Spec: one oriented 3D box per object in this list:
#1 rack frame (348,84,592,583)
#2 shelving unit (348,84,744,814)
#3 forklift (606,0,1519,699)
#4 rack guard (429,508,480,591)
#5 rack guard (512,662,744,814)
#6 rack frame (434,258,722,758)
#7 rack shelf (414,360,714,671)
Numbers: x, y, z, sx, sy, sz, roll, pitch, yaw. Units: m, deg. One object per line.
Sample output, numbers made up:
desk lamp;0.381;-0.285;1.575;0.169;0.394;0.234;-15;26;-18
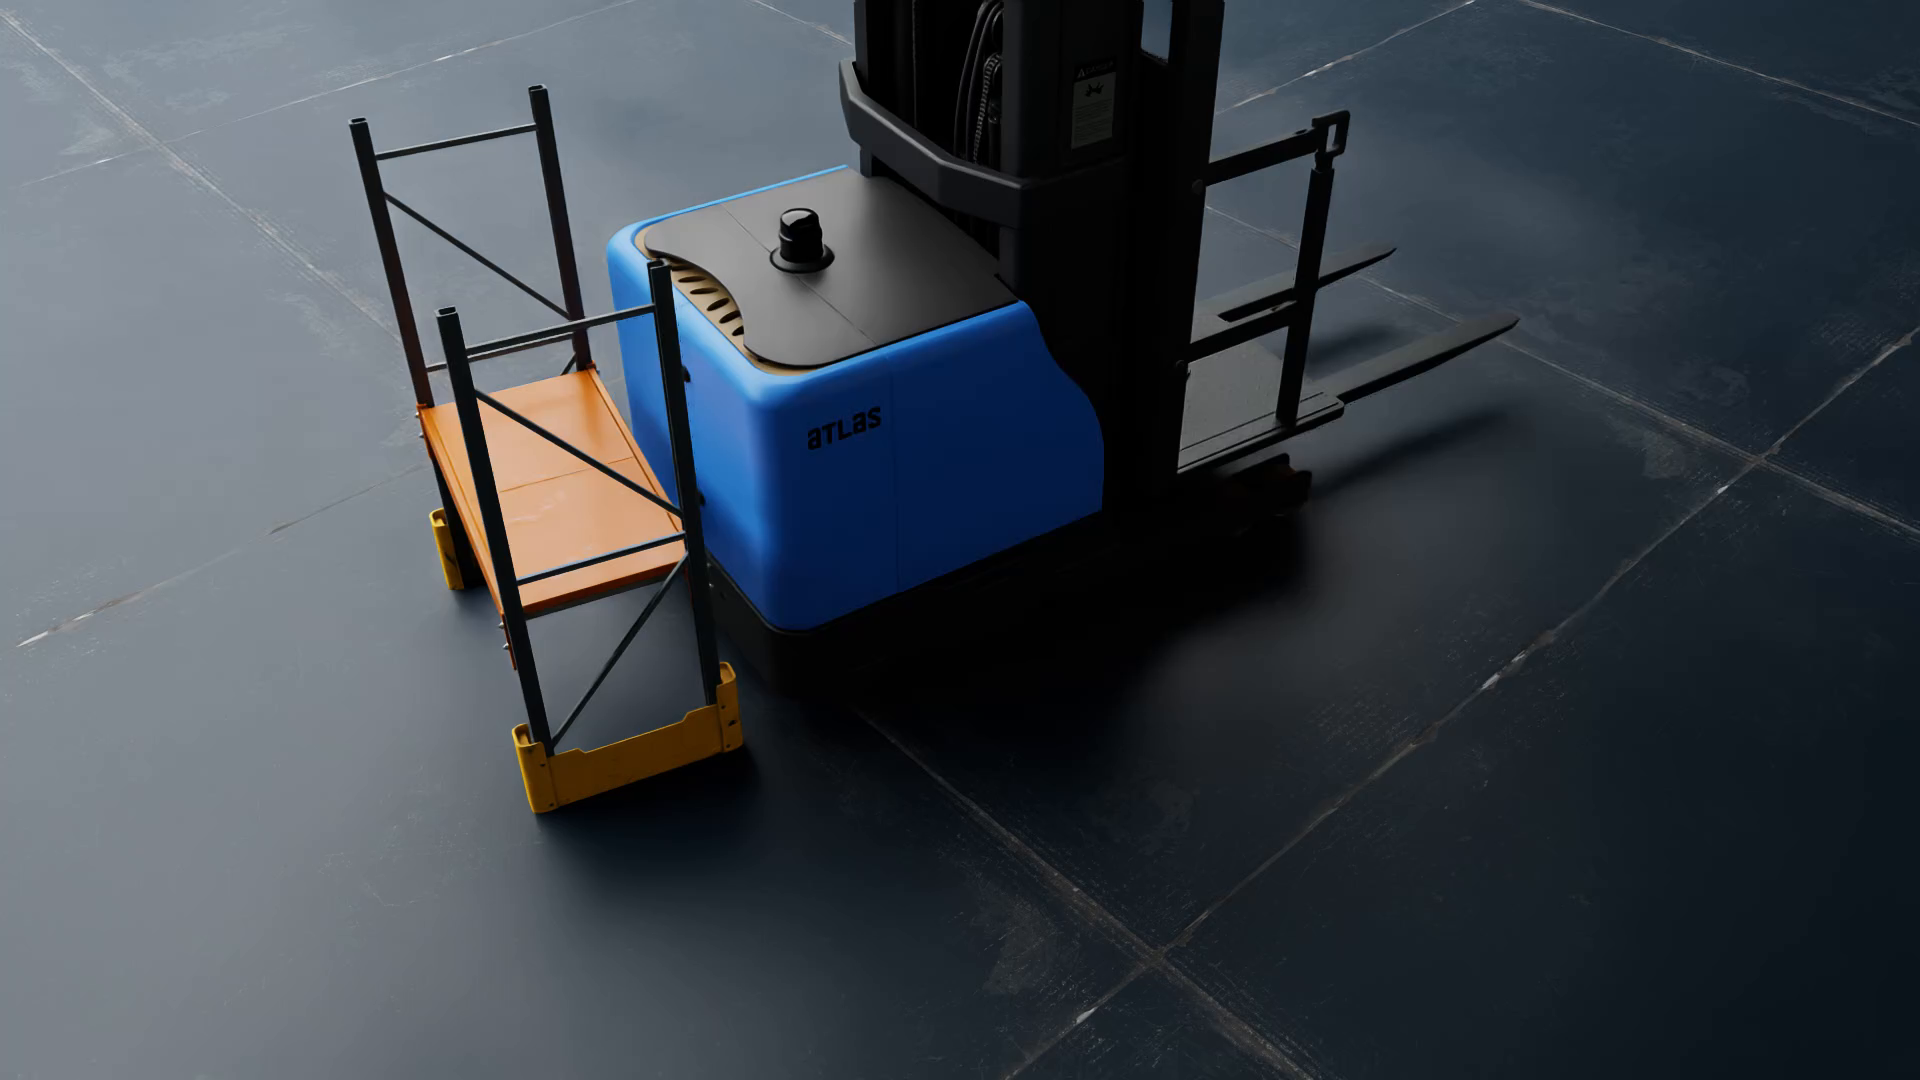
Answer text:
rack frame;-1.303;-0.529;4.711;0.500;1.500;0.032;-17;42;-20
shelving unit;-1.086;-0.246;4.361;0.587;1.500;1.083;-17;42;-20
forklift;0.520;-1.409;4.662;3.031;2.935;1.130;-22;44;-25
rack guard;-1.303;-0.042;5.103;0.587;0.250;0.087;-17;42;-20
rack guard;-0.869;0.522;4.405;0.587;0.250;0.087;-17;42;-20
rack frame;-0.861;0.046;3.999;0.500;1.500;0.032;-17;42;-20
rack shelf;-1.082;-0.101;4.468;0.538;0.185;1.000;-17;42;-20
